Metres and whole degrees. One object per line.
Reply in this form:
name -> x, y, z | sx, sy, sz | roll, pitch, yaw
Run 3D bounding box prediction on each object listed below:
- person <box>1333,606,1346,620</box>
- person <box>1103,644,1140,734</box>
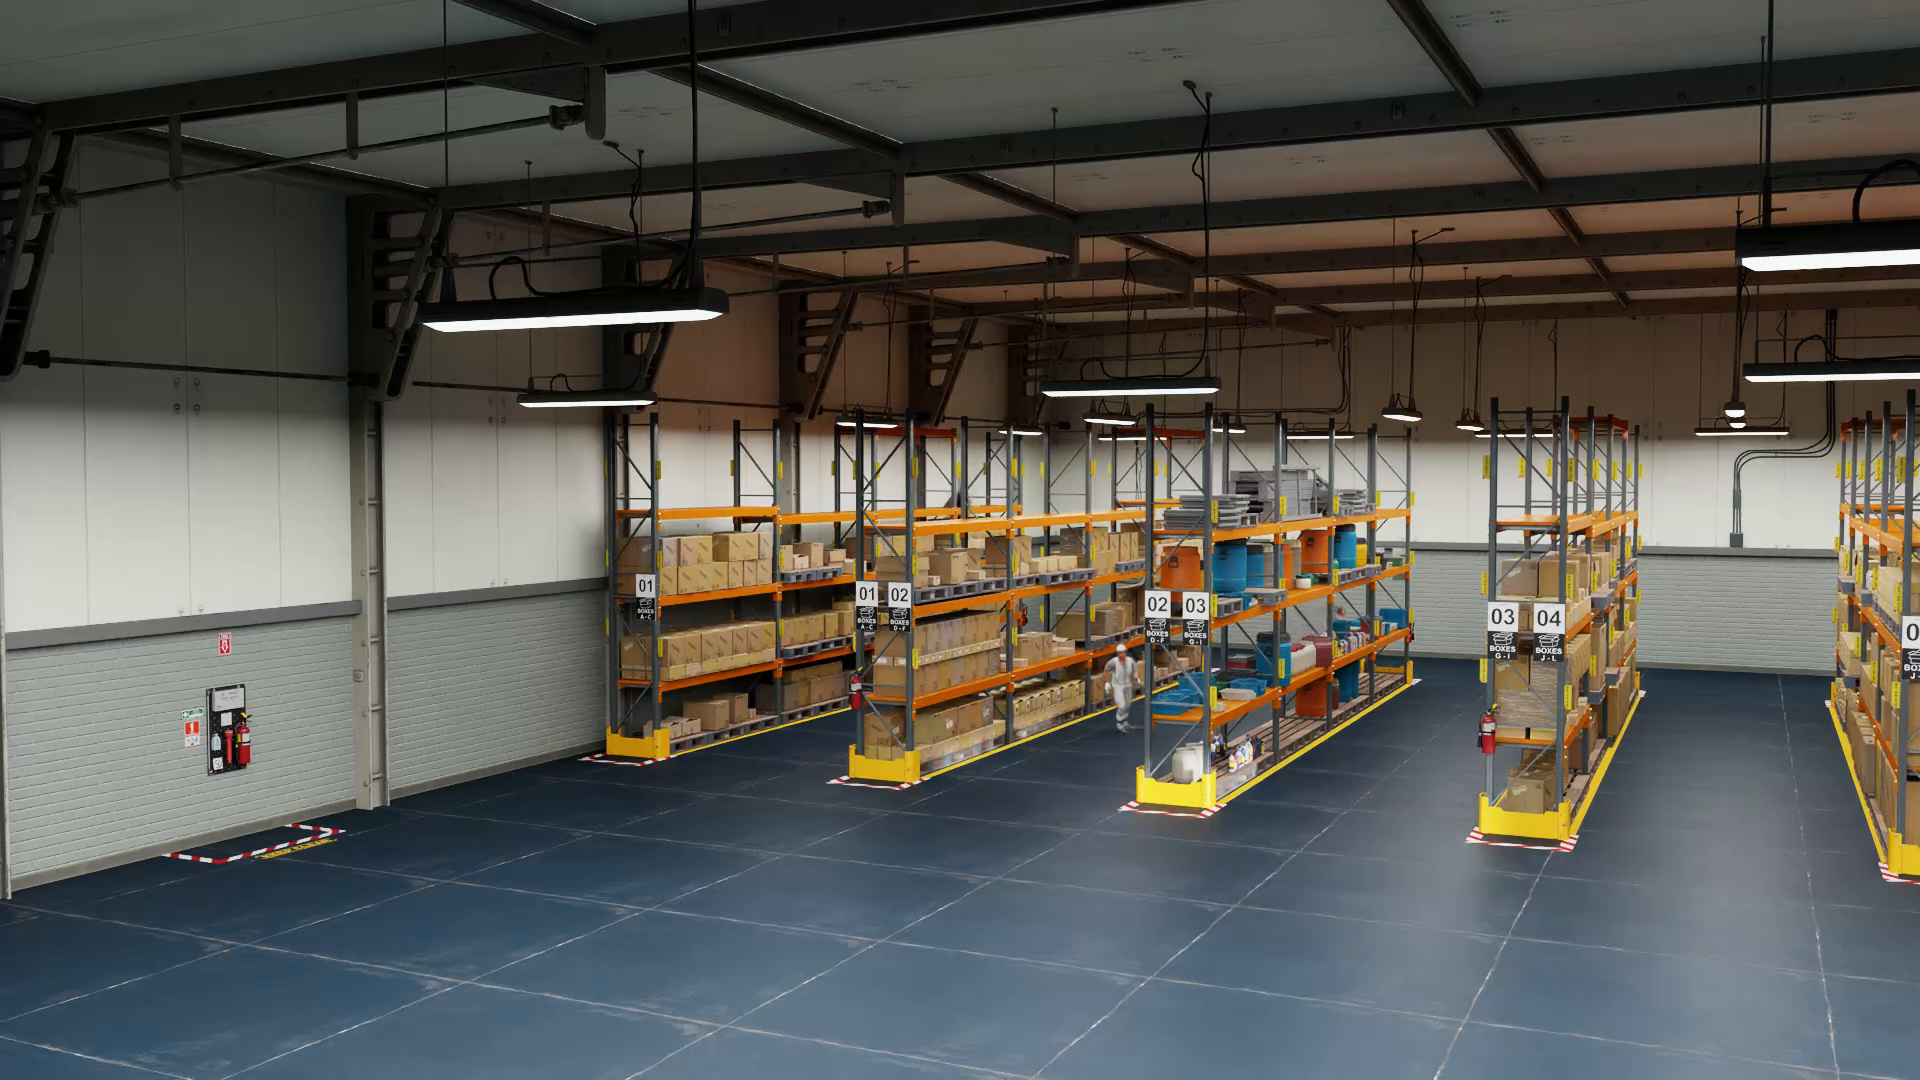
person -> 9.606, 2.458, 42.345 | 0.577, 1.543, 0.647 | -1, 3, -28
person -> 3.118, 2.838, 31.717 | 0.684, 1.738, 0.829 | -1, 3, -24
